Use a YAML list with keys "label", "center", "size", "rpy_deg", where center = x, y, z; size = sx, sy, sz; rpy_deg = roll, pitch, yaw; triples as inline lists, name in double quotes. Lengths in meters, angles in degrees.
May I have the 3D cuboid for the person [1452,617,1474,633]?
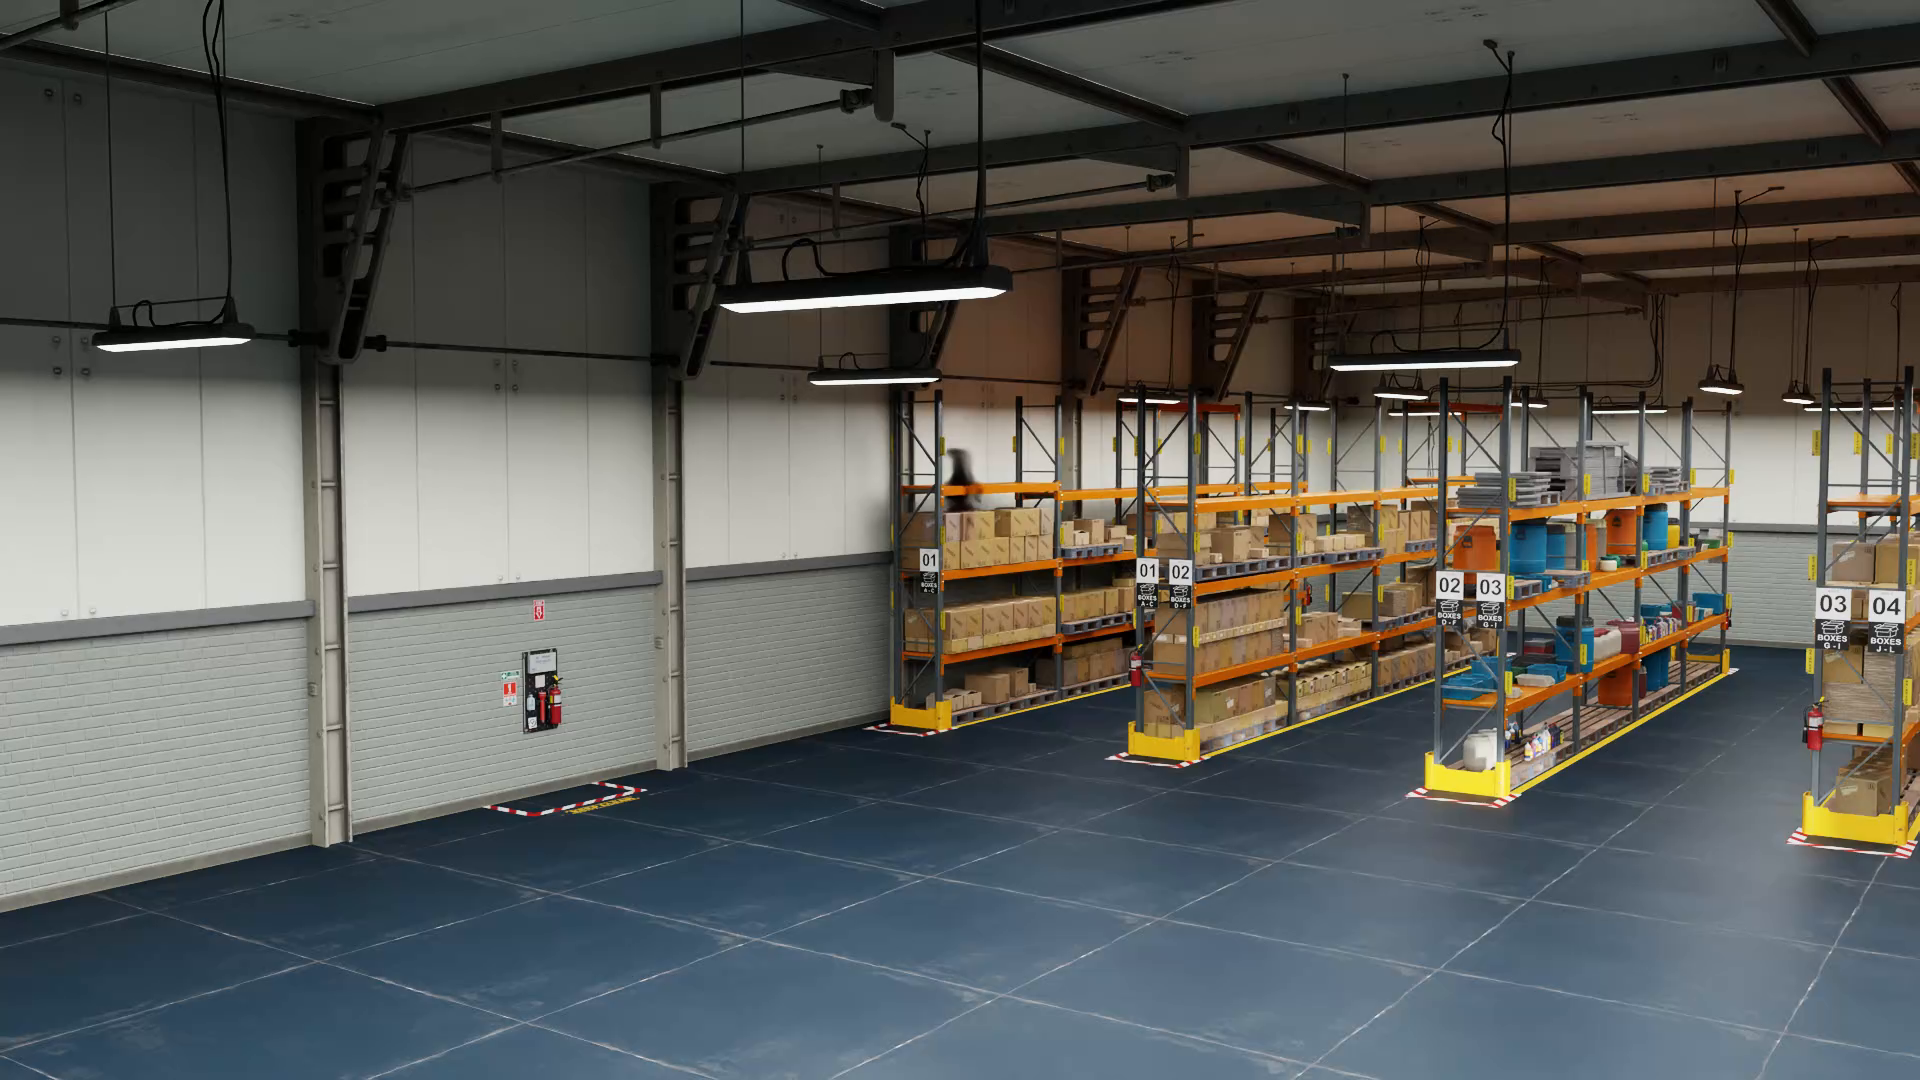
- label: "person"
  center: [12.536, 1.867, 41.198]
  size: [0.664, 1.654, 1.043]
  rpy_deg: [-3, 4, -42]
